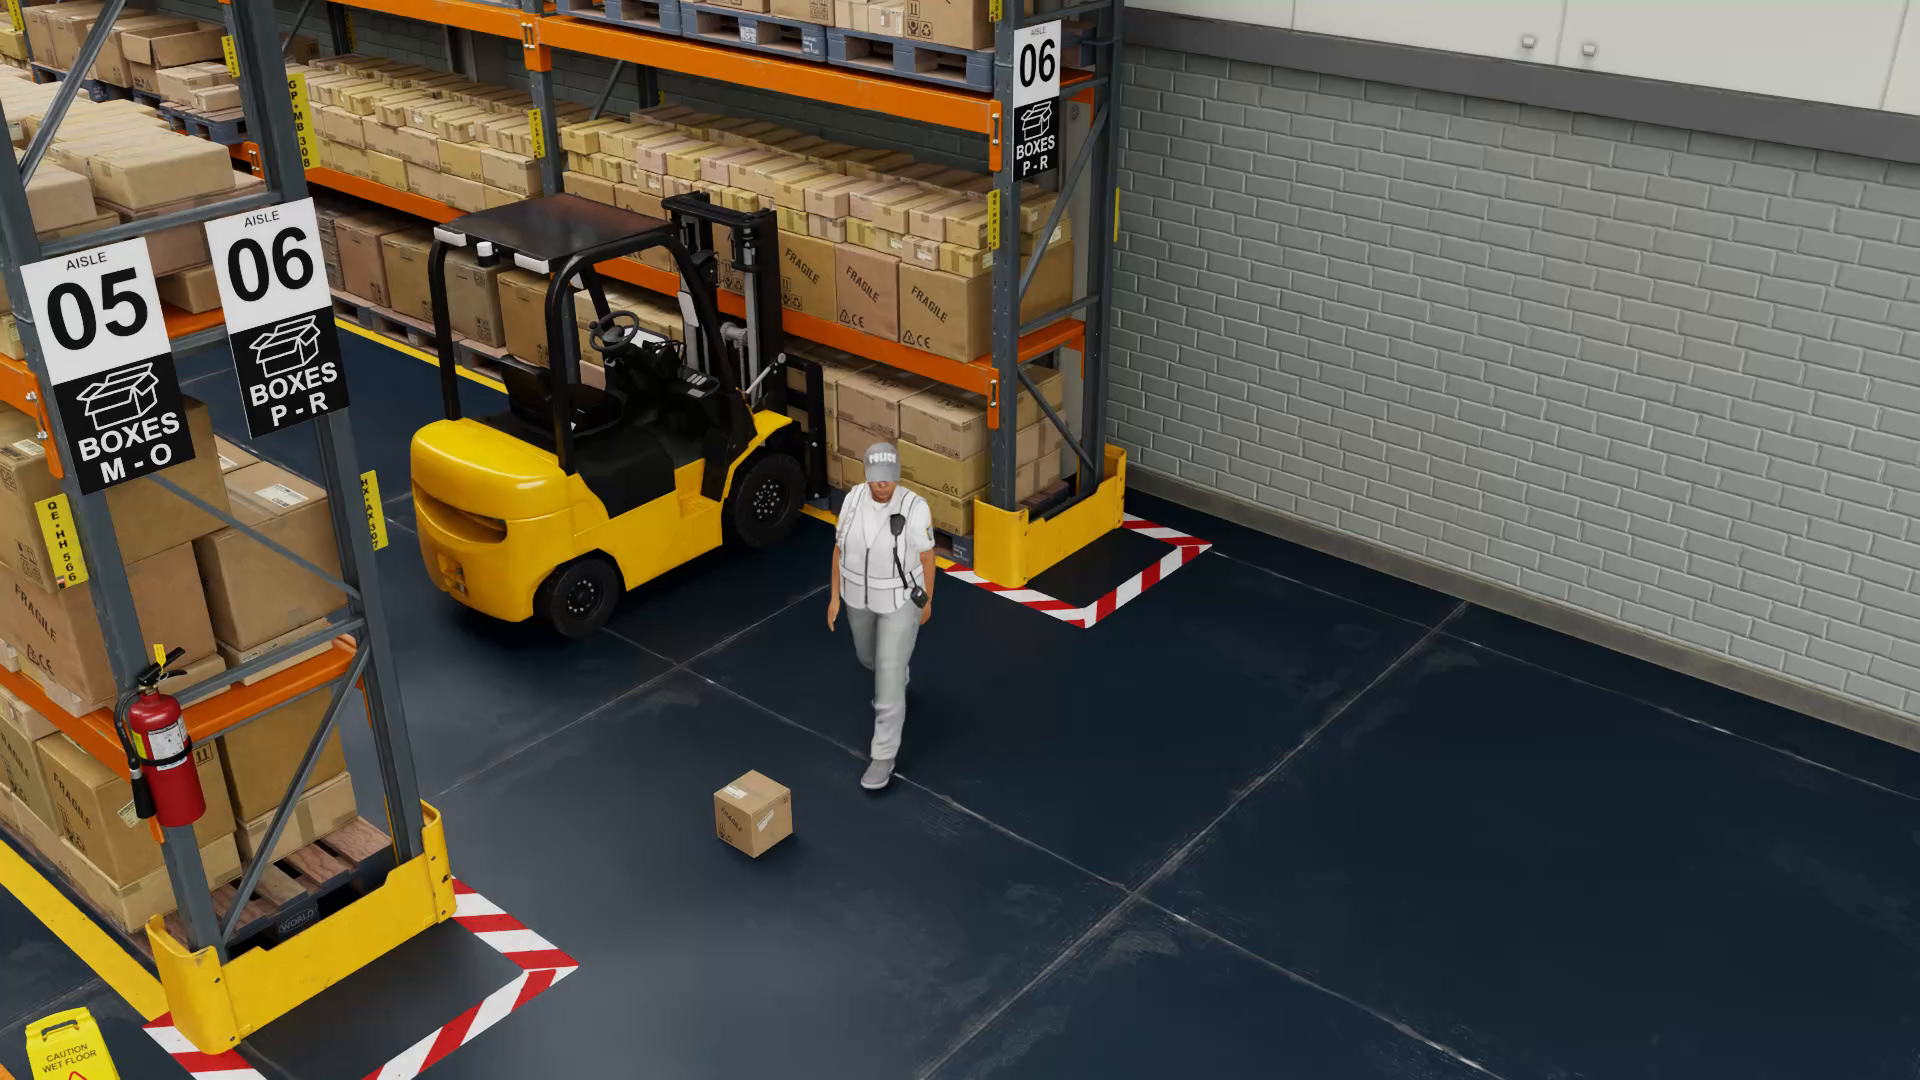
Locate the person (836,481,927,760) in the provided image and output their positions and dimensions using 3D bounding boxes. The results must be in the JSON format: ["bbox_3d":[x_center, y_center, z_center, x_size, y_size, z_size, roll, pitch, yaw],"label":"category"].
[{"bbox_3d":[-0.366,0.345,8.154,0.425,1.340,0.751,12,30,22],"label":"person"}]
